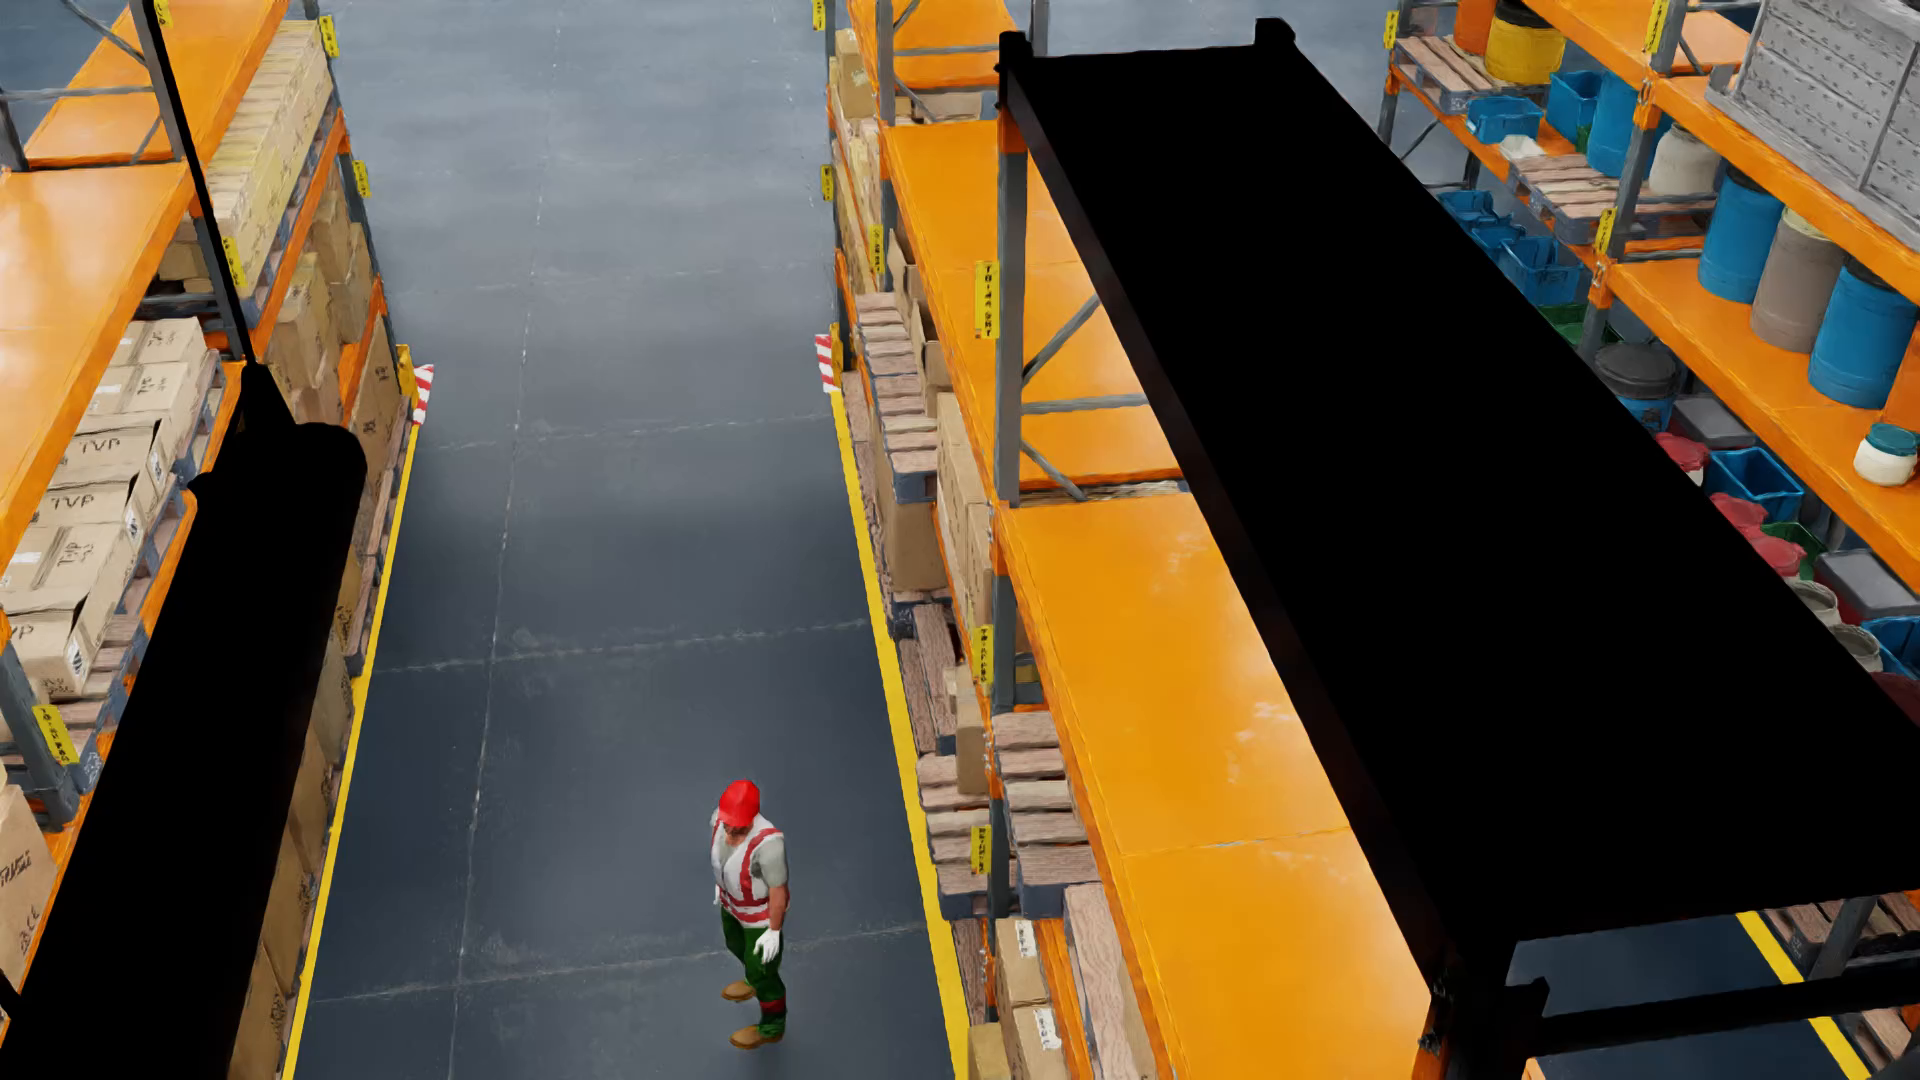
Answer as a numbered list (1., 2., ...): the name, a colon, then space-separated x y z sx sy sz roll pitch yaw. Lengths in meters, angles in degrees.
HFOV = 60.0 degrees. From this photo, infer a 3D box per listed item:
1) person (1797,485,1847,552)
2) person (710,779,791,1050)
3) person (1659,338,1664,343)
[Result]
1. person: 6.695 -0.510 12.718 0.417 1.677 0.502 -26 44 -31
2. person: -1.138 1.964 8.801 0.443 1.773 0.606 -27 44 -31
3. person: 7.151 -2.425 15.422 0.481 1.562 0.863 -24 43 -29
